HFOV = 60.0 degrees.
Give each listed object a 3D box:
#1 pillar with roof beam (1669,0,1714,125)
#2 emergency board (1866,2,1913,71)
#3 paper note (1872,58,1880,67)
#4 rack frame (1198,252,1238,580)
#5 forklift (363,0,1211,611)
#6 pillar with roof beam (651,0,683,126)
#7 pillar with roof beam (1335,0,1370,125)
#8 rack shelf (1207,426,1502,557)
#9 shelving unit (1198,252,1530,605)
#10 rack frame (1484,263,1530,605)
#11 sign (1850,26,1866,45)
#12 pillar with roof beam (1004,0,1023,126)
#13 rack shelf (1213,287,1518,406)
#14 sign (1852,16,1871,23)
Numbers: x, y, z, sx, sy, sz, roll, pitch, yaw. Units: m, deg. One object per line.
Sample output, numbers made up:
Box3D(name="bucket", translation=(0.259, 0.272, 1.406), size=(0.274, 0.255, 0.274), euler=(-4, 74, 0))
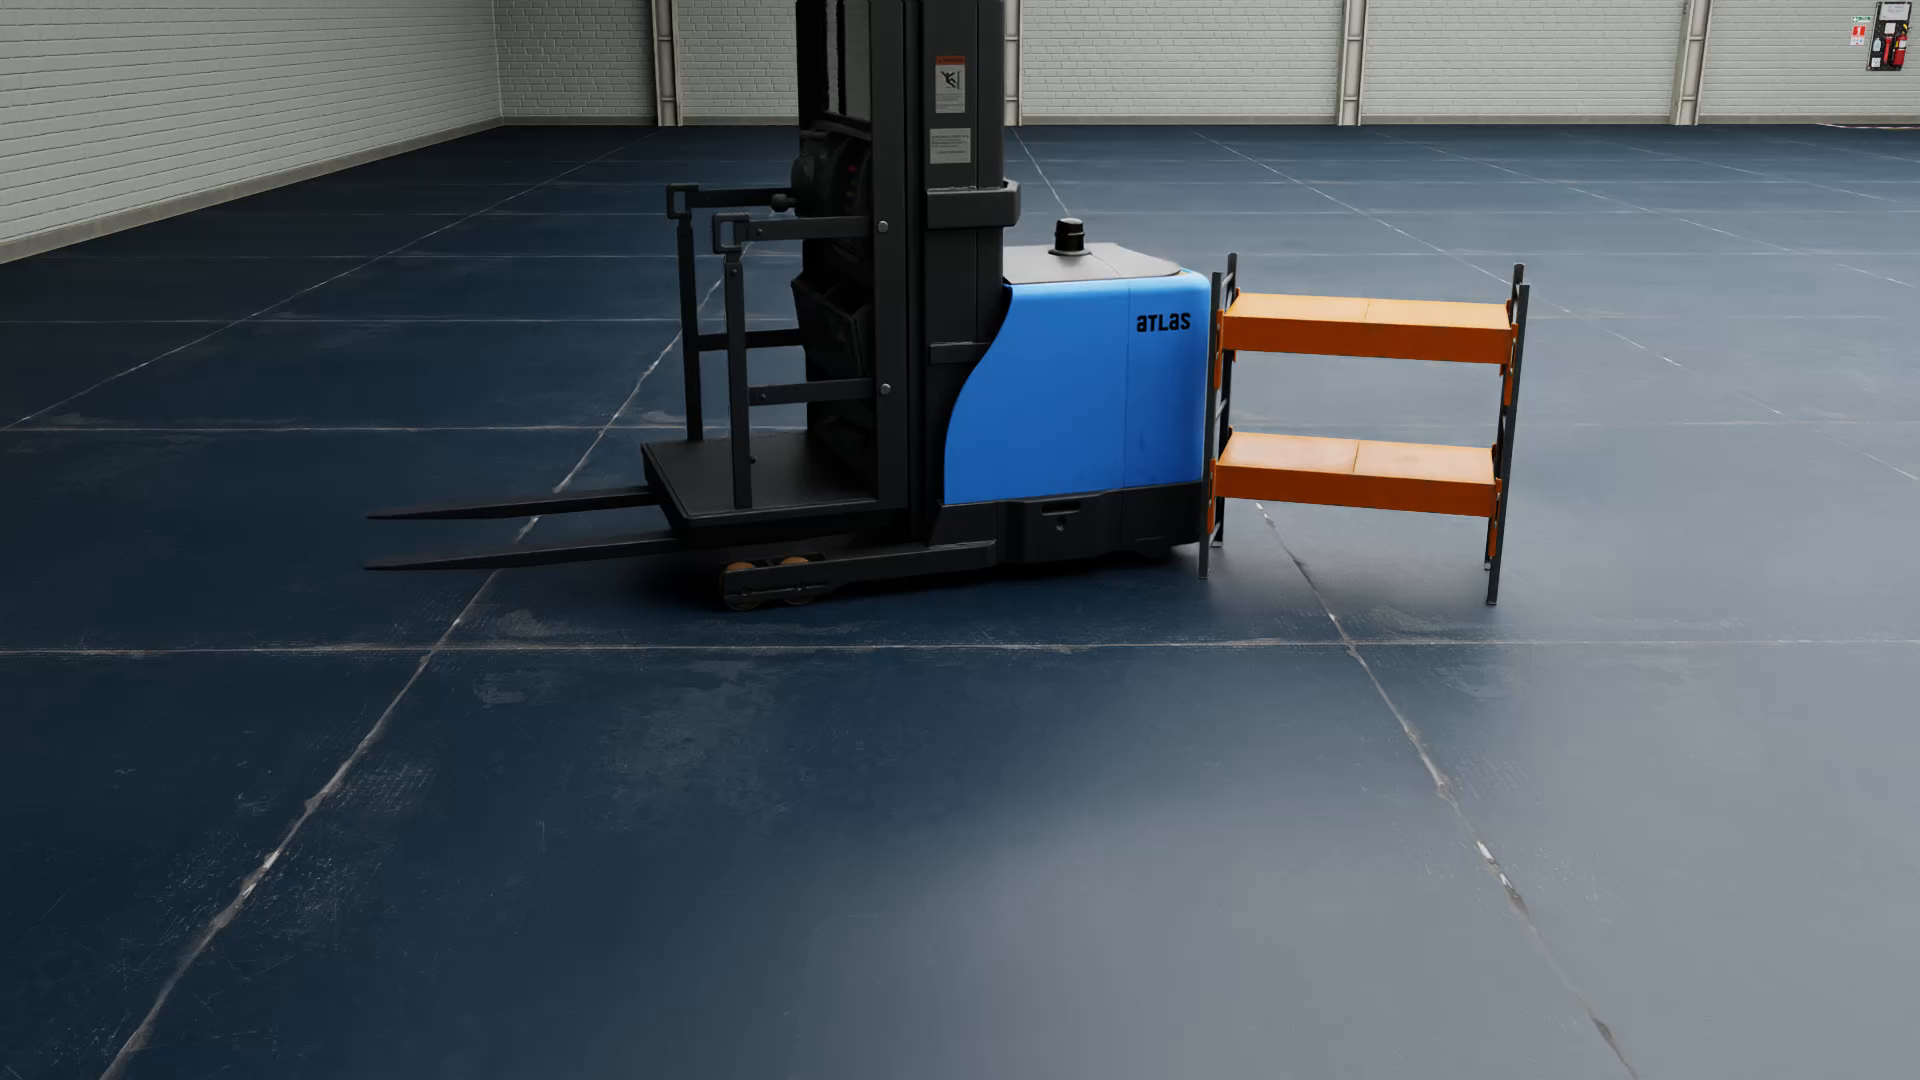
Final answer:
Box3D(name="pillar with roof beam", translation=(12.954, -10.378, 24.167), size=(0.400, 9.000, 9.100), euler=(0, 18, -1))
Box3D(name="emergency board", translation=(16.414, -8.865, 29.271), size=(0.643, 1.169, 0.194), euler=(0, 18, -1))
Box3D(name="paper note", translation=(16.236, -8.466, 29.469), size=(0.142, 0.148, 0.016), euler=(0, 18, -1))
Box3D(name="rack frame", translation=(0.956, -0.465, 6.157), size=(0.032, 1.125, 0.500), euler=(5, 18, 15))
Box3D(name="forklift", translation=(-0.646, -1.330, 5.894), size=(3.031, 2.935, 1.130), euler=(-6, 19, -17))
Box3D(name="pillar with roof beam", translation=(-5.044, -10.291, 23.896), size=(0.400, 9.000, 9.100), euler=(0, 18, -1))
Box3D(name="pillar with roof beam", translation=(6.955, -10.349, 24.077), size=(0.400, 9.000, 9.100), euler=(0, 18, -1))
Box3D(name="rack shelf", translation=(1.445, -0.191, 6.101), size=(1.000, 0.278, 0.538), euler=(5, 18, 15))
Box3D(name="shelving unit", translation=(1.445, -0.424, 6.026), size=(1.048, 1.125, 0.538), euler=(5, 18, 15))
Box3D(name="rack frame", translation=(1.935, -0.382, 5.896), size=(0.032, 1.125, 0.500), euler=(5, 18, 15))
Box3D(name="sign", translation=(15.860, -8.911, 29.356), size=(0.234, 0.329, 0.001), euler=(0, 18, -1))
Box3D(name="pillar with roof beam", translation=(0.956, -10.320, 23.987), size=(0.400, 9.000, 9.100), euler=(0, 18, -1))
Box3D(name="rack shelf", translation=(1.445, -0.702, 5.937), size=(1.000, 0.278, 0.538), euler=(5, 18, 15))
Box3D(name="sign", translation=(15.864, -9.160, 29.266), size=(0.331, 0.109, 0.001), euler=(0, 18, -1))
